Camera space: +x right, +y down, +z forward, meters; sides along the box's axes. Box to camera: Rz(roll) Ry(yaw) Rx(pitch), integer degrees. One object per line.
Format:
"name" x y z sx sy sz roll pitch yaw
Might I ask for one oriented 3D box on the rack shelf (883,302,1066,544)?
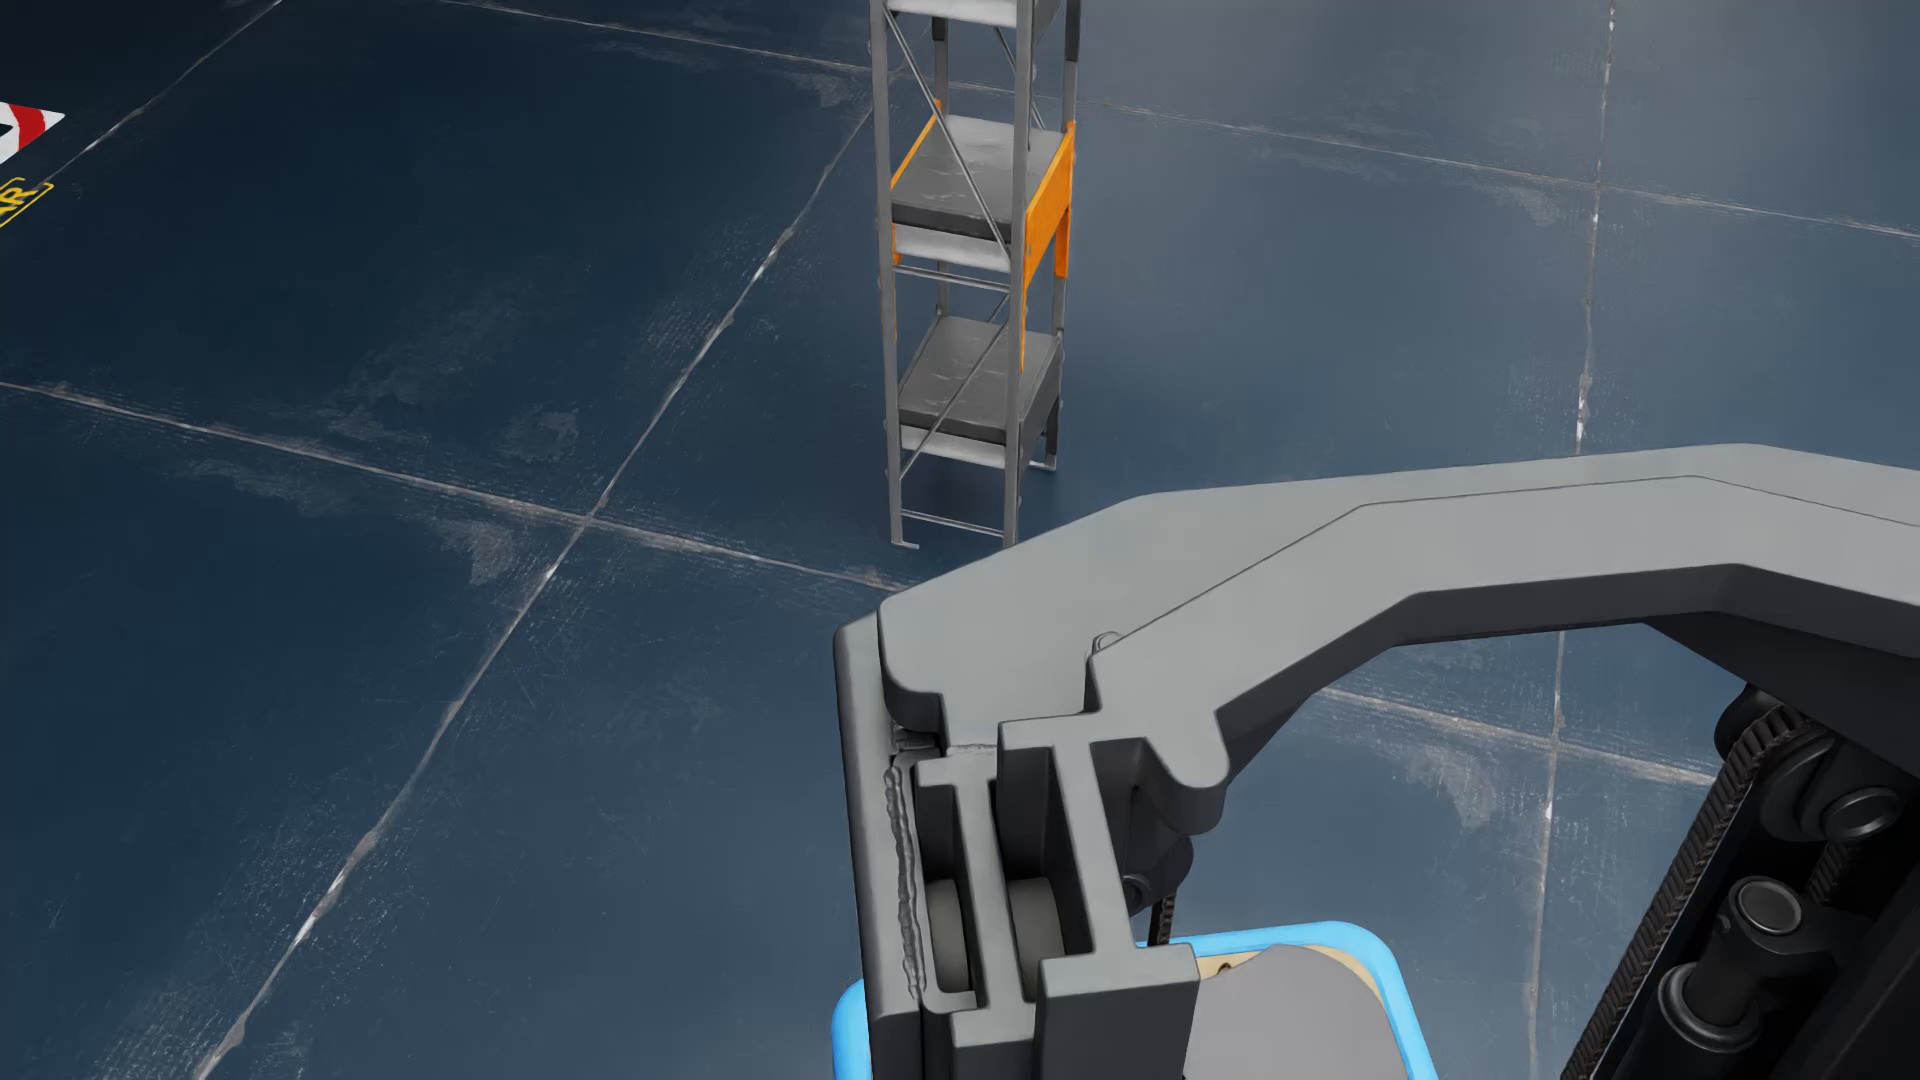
"rack shelf" 0.050 -0.351 5.128 0.431 0.518 0.480 13 46 12

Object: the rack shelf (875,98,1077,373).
"rack shelf" 0.050 -0.851 4.638 0.431 0.518 0.480 13 46 12

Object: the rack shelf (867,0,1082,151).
"rack shelf" 0.050 -1.351 4.148 0.431 0.518 0.480 13 46 12

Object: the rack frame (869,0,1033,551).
"rack frame" -0.024 -0.698 4.462 0.400 2.100 0.015 13 46 12

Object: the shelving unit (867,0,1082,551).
"shelving unit" 0.050 -0.861 4.628 0.431 2.100 0.503 13 46 12

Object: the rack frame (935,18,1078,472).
"rack frame" 0.124 -1.023 4.795 0.400 2.100 0.015 13 46 12
